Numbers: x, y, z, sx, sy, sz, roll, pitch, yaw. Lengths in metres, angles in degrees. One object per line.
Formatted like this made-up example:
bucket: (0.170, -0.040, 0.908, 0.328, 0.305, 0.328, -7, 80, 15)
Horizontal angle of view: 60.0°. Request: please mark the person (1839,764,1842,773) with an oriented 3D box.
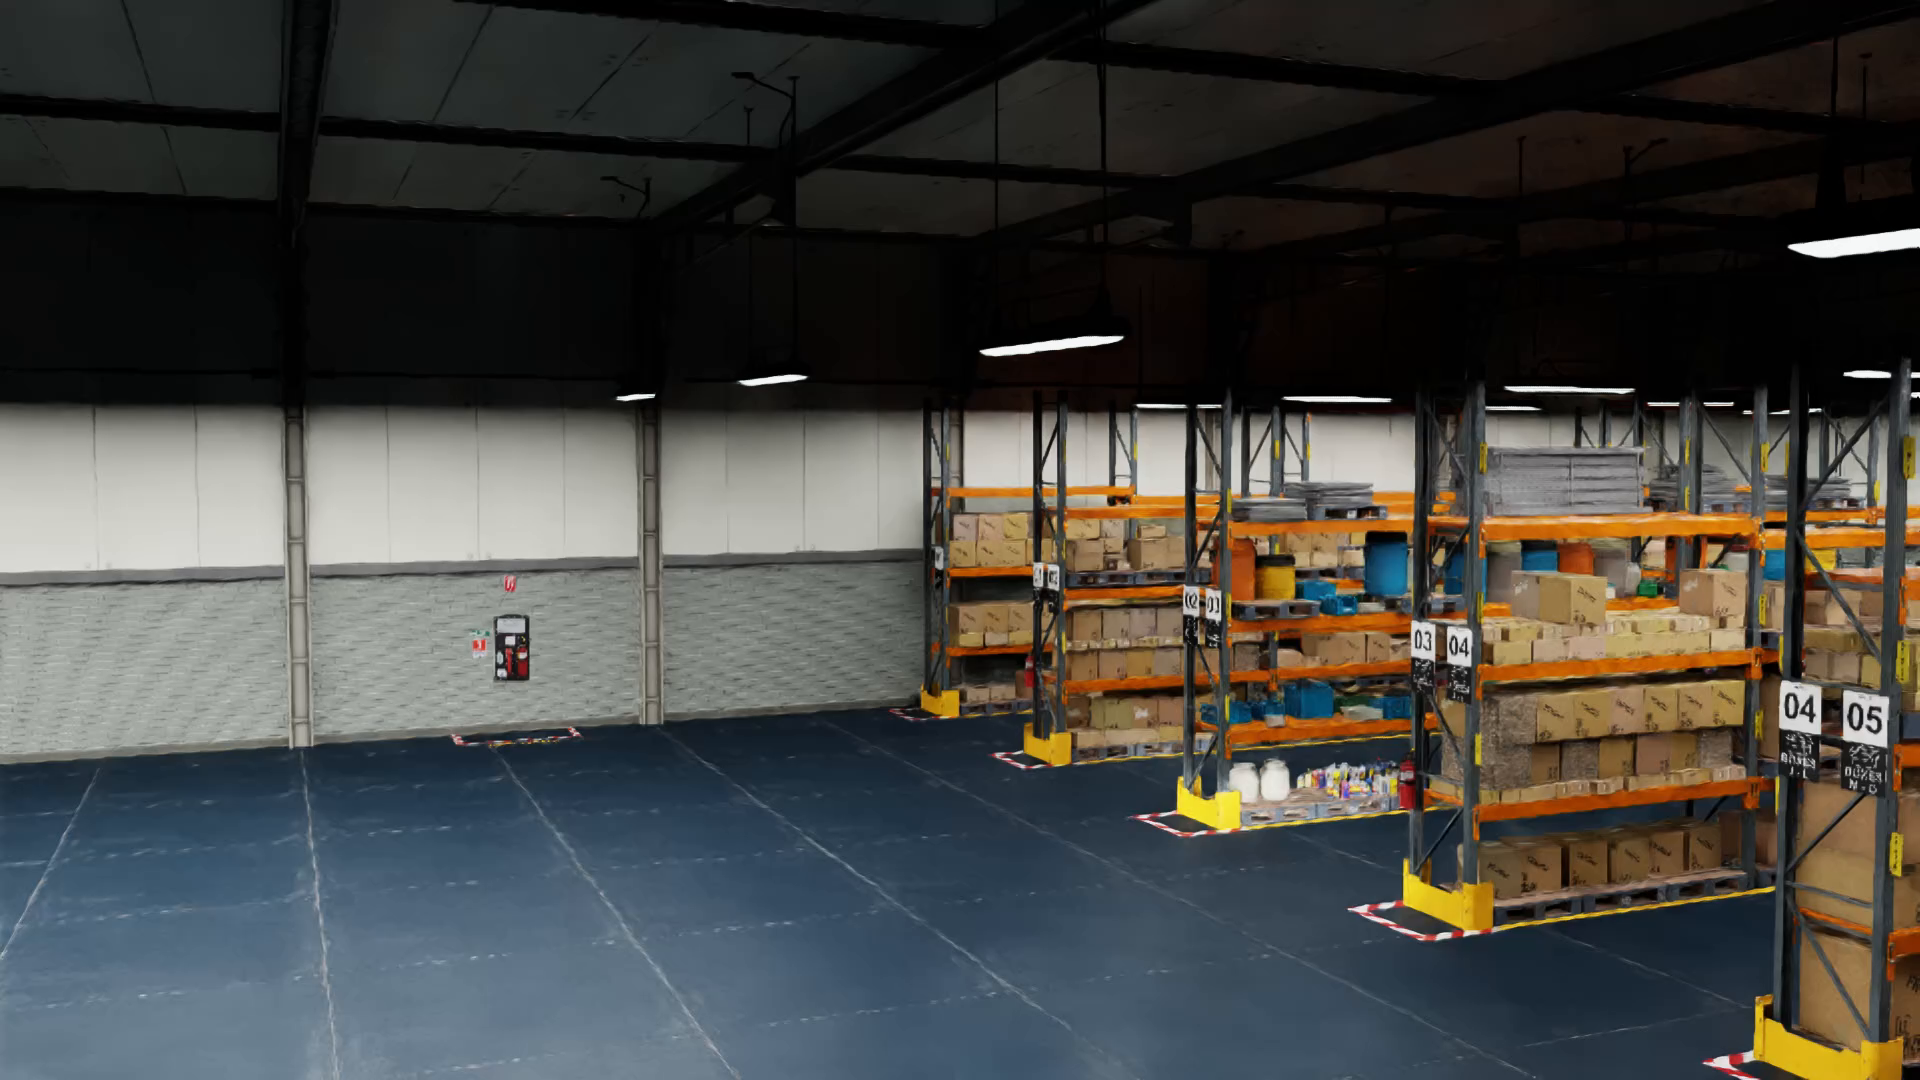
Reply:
person: (9.939, 3.270, 18.456, 0.526, 1.630, 0.592, -2, 4, -25)
